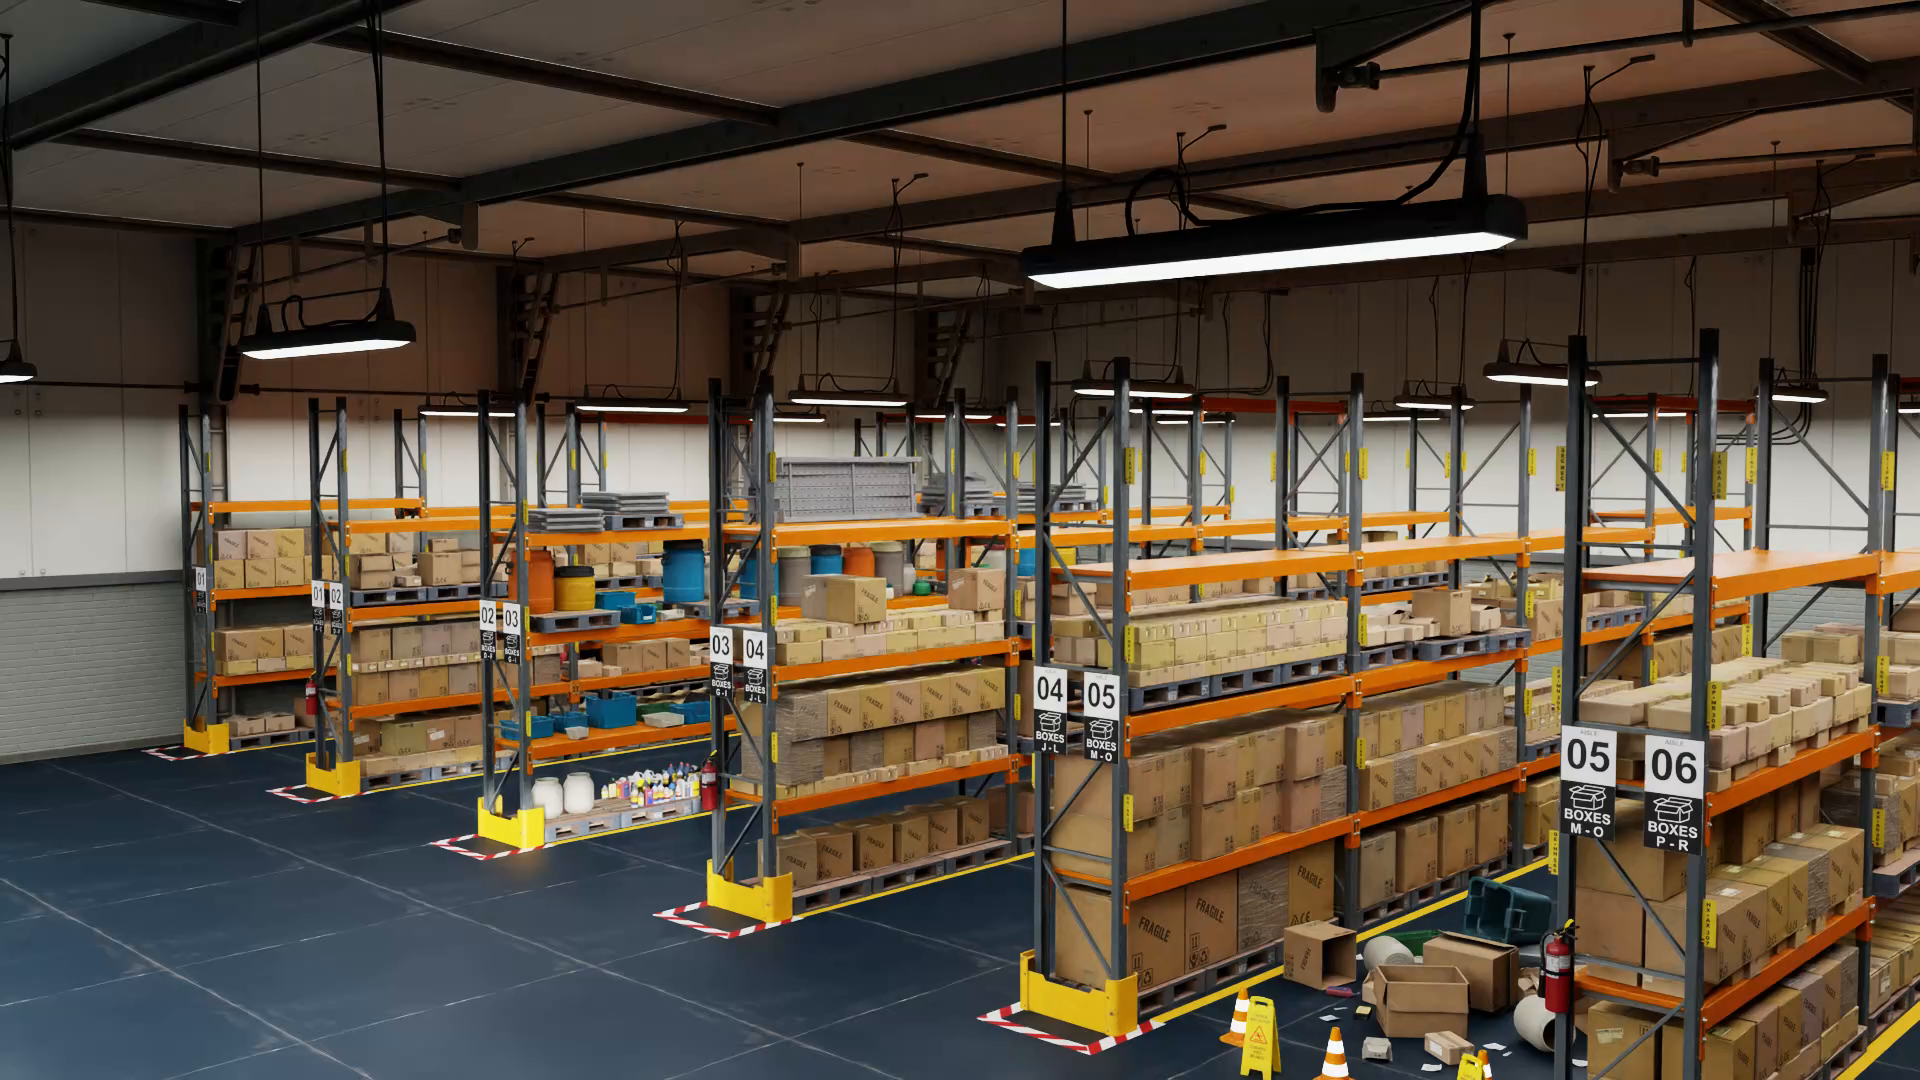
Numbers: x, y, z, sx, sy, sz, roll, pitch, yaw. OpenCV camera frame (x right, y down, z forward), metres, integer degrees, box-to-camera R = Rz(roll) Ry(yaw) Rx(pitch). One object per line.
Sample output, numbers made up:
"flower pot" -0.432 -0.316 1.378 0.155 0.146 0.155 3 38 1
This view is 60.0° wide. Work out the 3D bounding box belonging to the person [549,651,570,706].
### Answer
"person" -7.619 2.682 31.157 0.556 1.749 0.799 1 3 20
